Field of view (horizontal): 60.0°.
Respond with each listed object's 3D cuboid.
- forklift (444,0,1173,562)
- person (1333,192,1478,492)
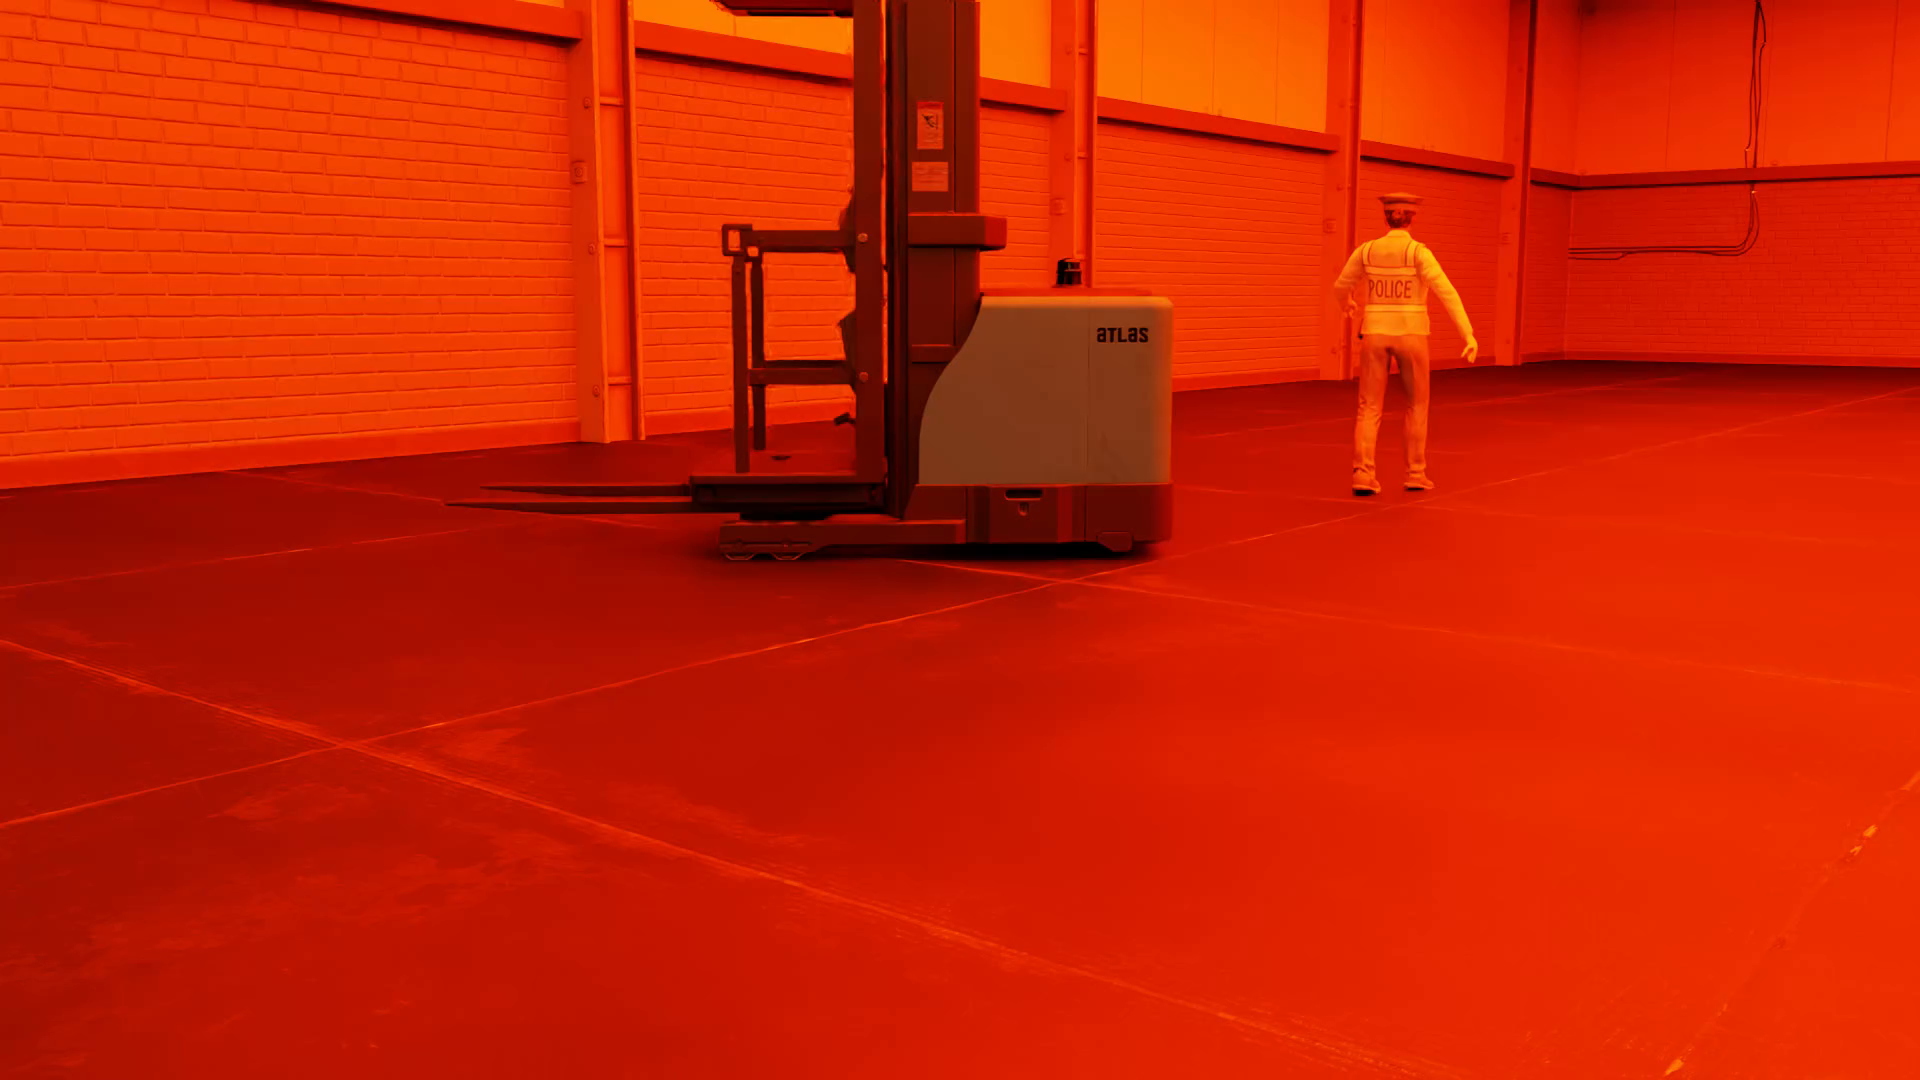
[{"bbox_3d":[-0.645,-1.439,7.113,3.031,2.935,1.130,0,8,-3],"label":"forklift"},{"bbox_3d":[2.445,-1.075,9.167,0.893,1.650,0.711,5,10,30],"label":"person"}]
